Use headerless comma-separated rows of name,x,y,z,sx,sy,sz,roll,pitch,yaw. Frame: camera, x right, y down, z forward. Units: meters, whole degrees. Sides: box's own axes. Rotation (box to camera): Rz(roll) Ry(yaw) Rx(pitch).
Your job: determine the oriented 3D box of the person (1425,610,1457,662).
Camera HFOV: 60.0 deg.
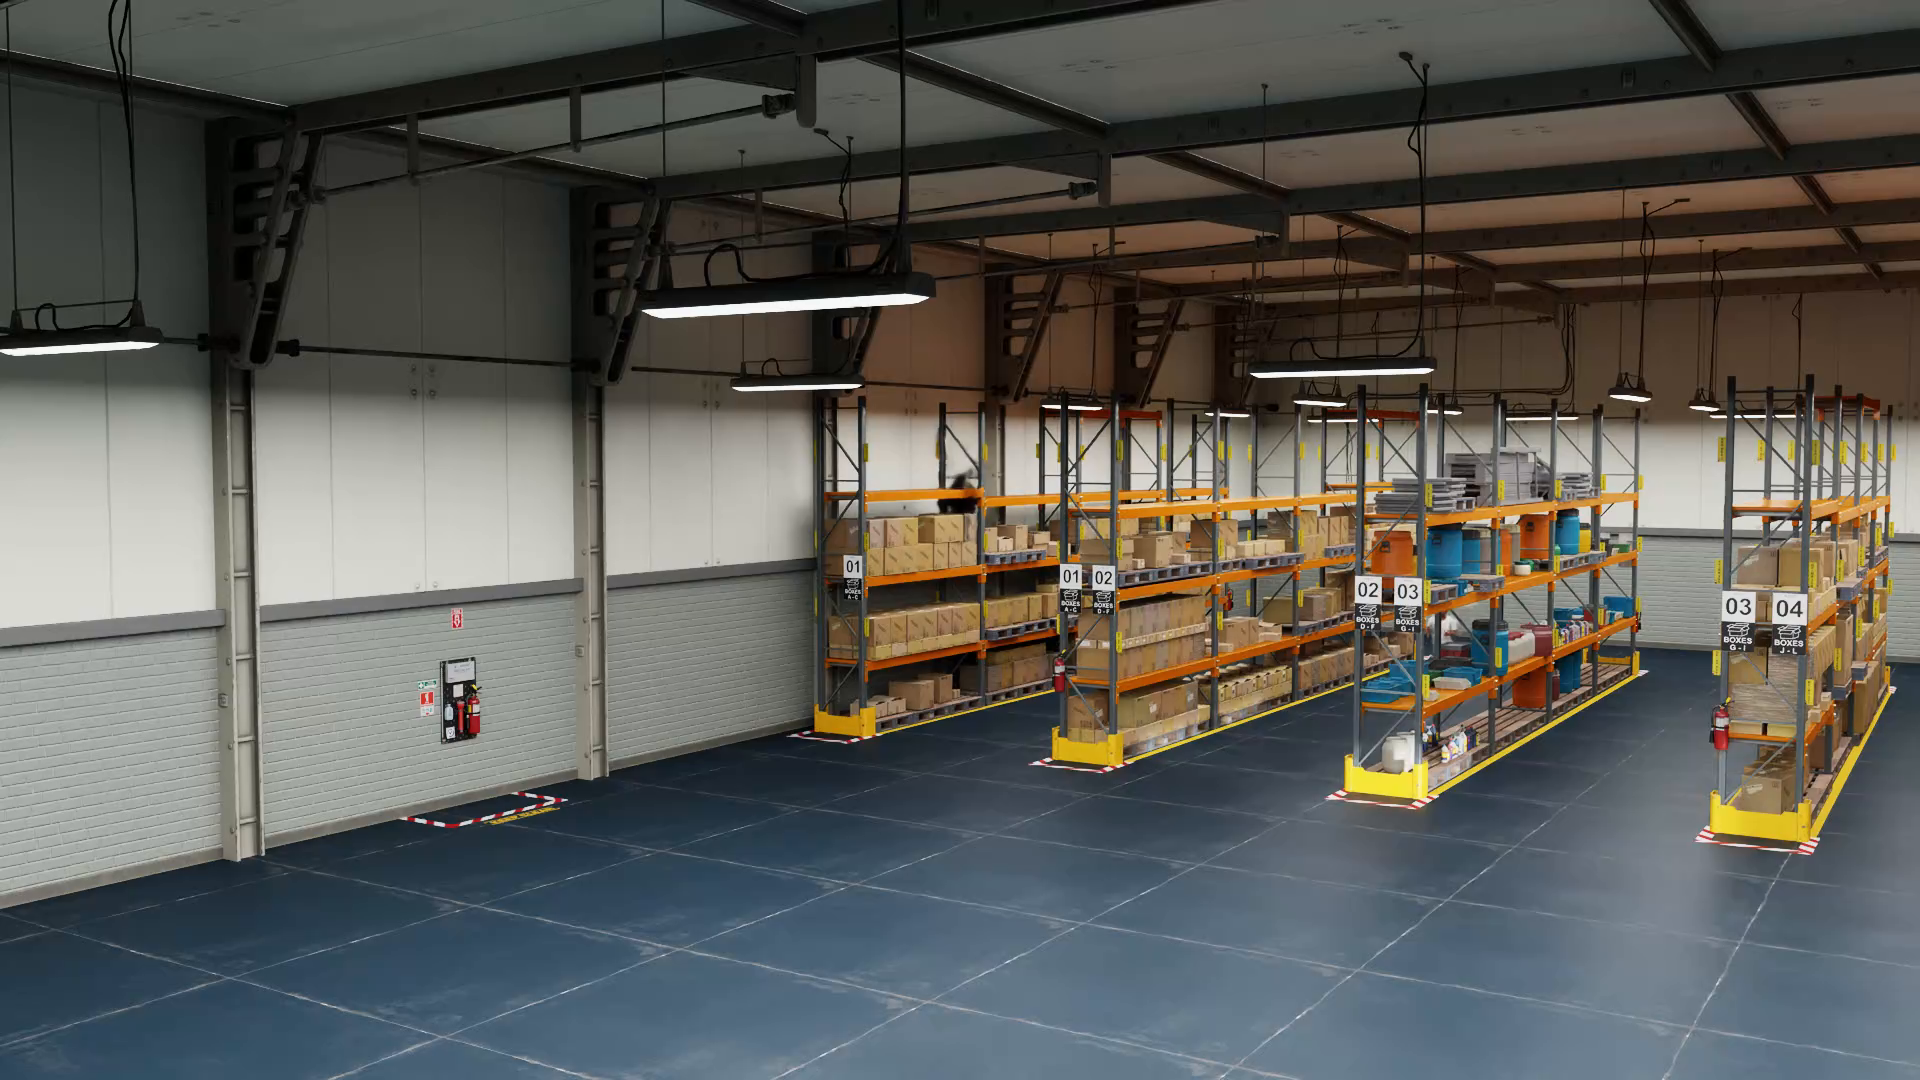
person,10.367,2.240,35.847,0.675,1.759,0.688,1,3,17
